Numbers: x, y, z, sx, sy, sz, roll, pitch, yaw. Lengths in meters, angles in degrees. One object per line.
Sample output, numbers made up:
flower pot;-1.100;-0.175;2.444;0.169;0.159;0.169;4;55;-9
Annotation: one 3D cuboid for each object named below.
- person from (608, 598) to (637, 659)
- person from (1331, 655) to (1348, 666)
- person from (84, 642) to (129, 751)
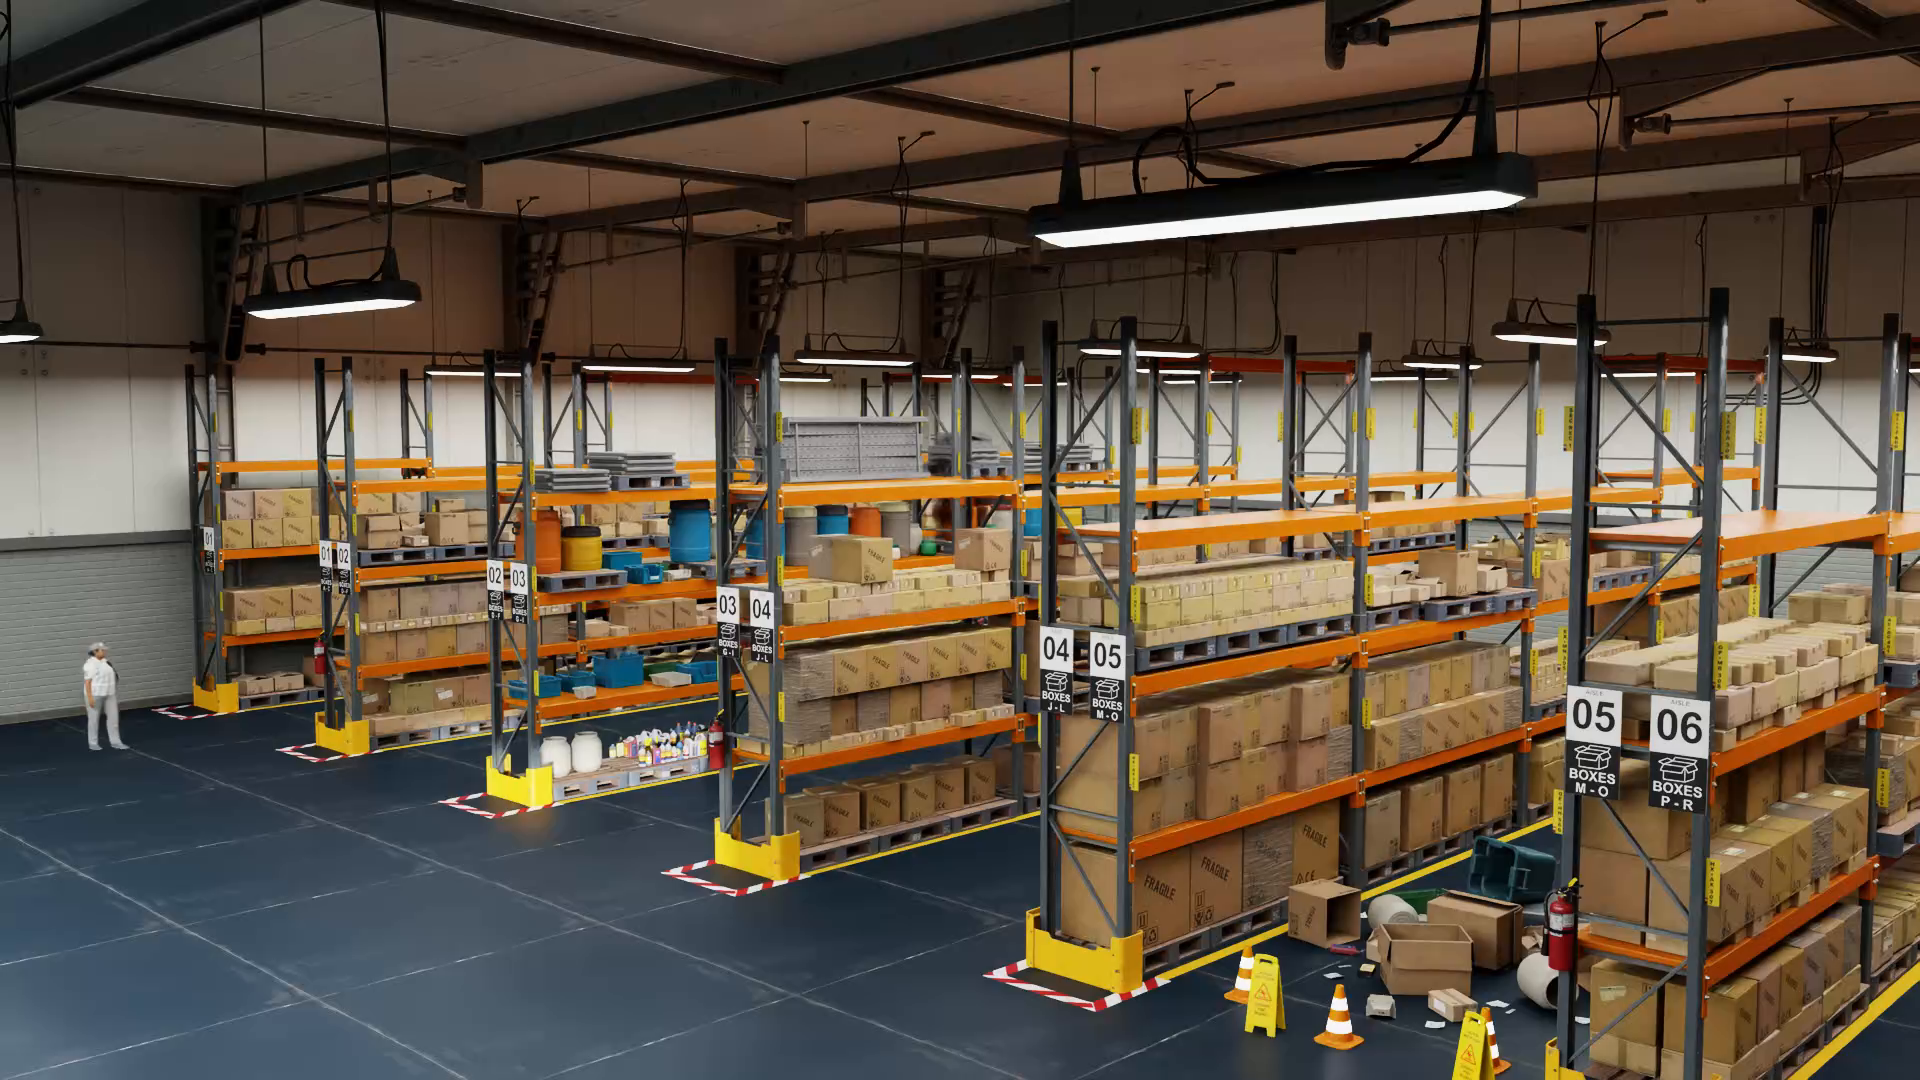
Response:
person;-6.371;1.859;31.595;0.615;1.792;0.468;-2;5;-19
person;5.460;2.476;24.219;0.450;1.669;0.470;-4;6;-41
person;-13.101;2.395;25.448;0.551;1.665;0.516;2;5;28
